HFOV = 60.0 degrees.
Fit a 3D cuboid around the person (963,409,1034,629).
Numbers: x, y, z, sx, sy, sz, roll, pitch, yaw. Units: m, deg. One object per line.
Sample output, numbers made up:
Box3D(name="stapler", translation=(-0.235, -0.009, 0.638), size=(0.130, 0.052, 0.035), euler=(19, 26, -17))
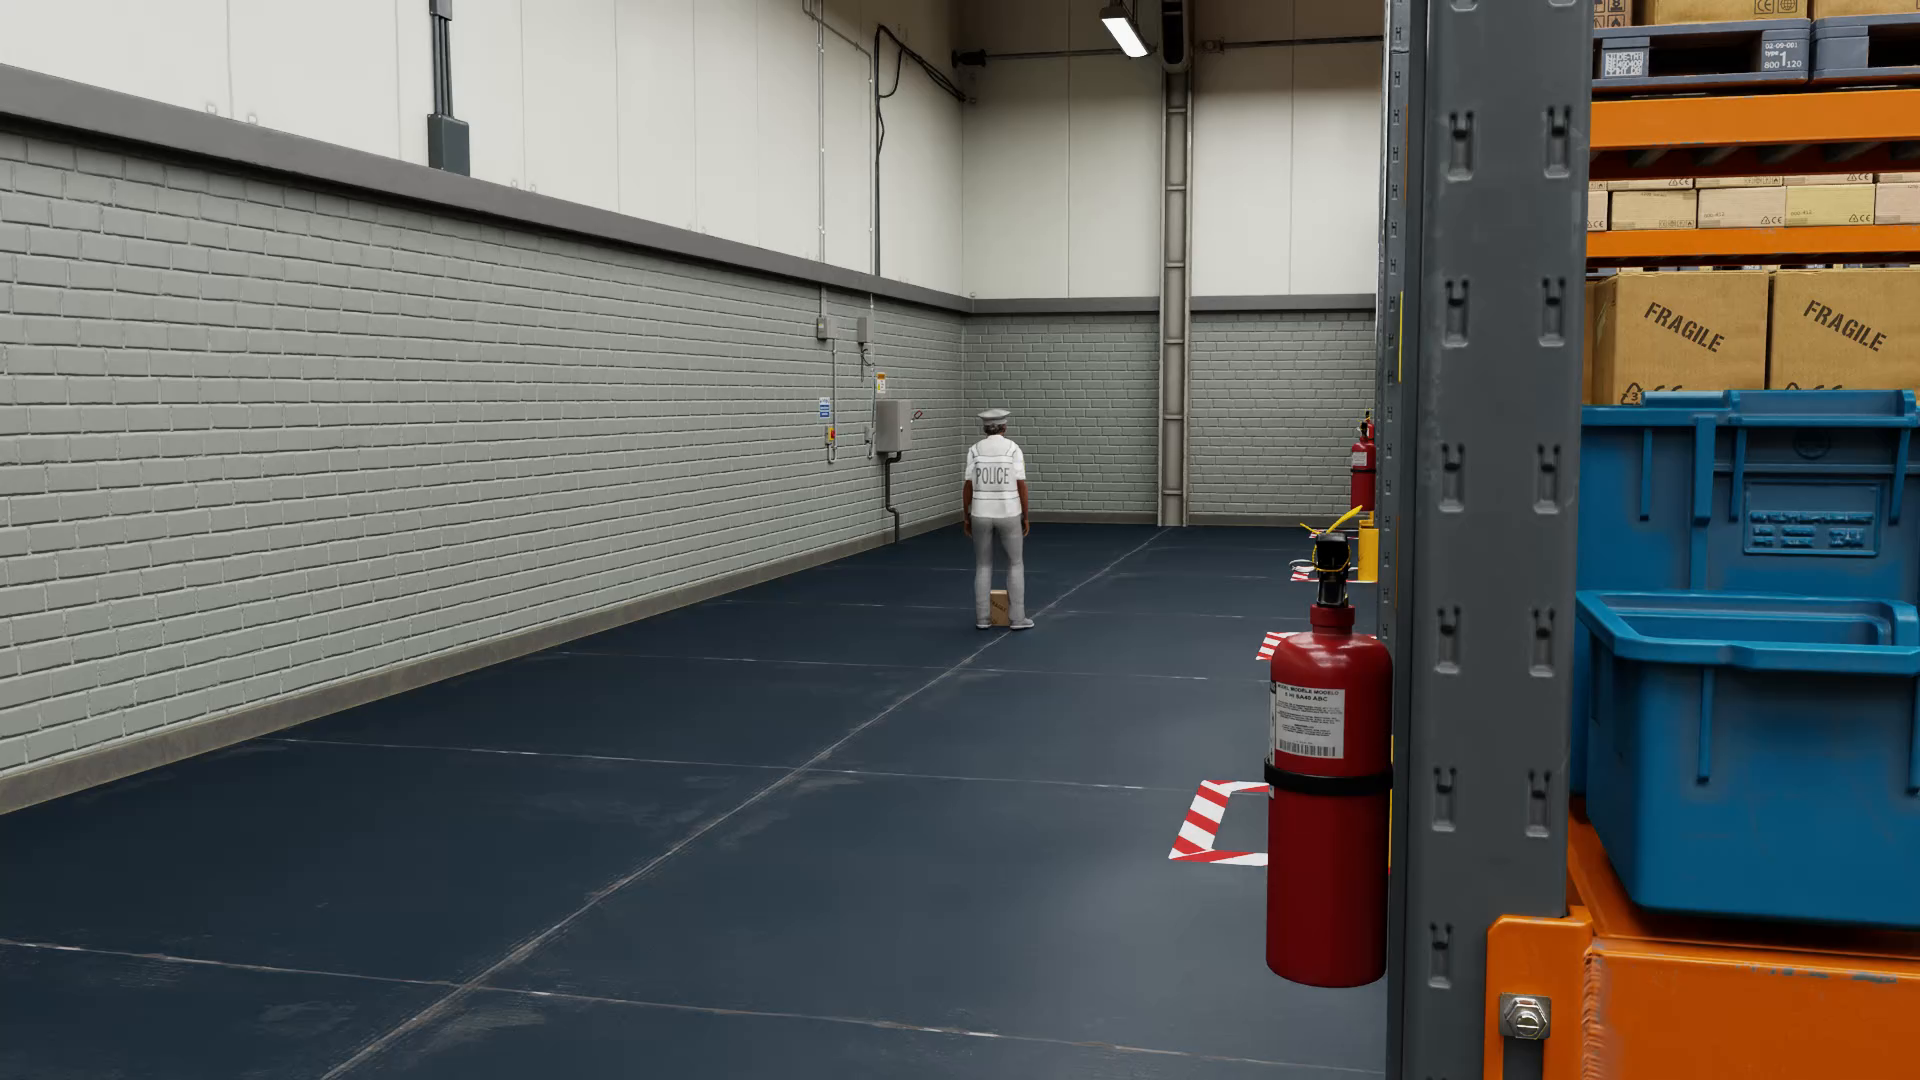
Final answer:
Box3D(name="person", translation=(0.287, -0.156, 12.580), size=(0.532, 1.661, 0.393), euler=(1, 5, 10))
